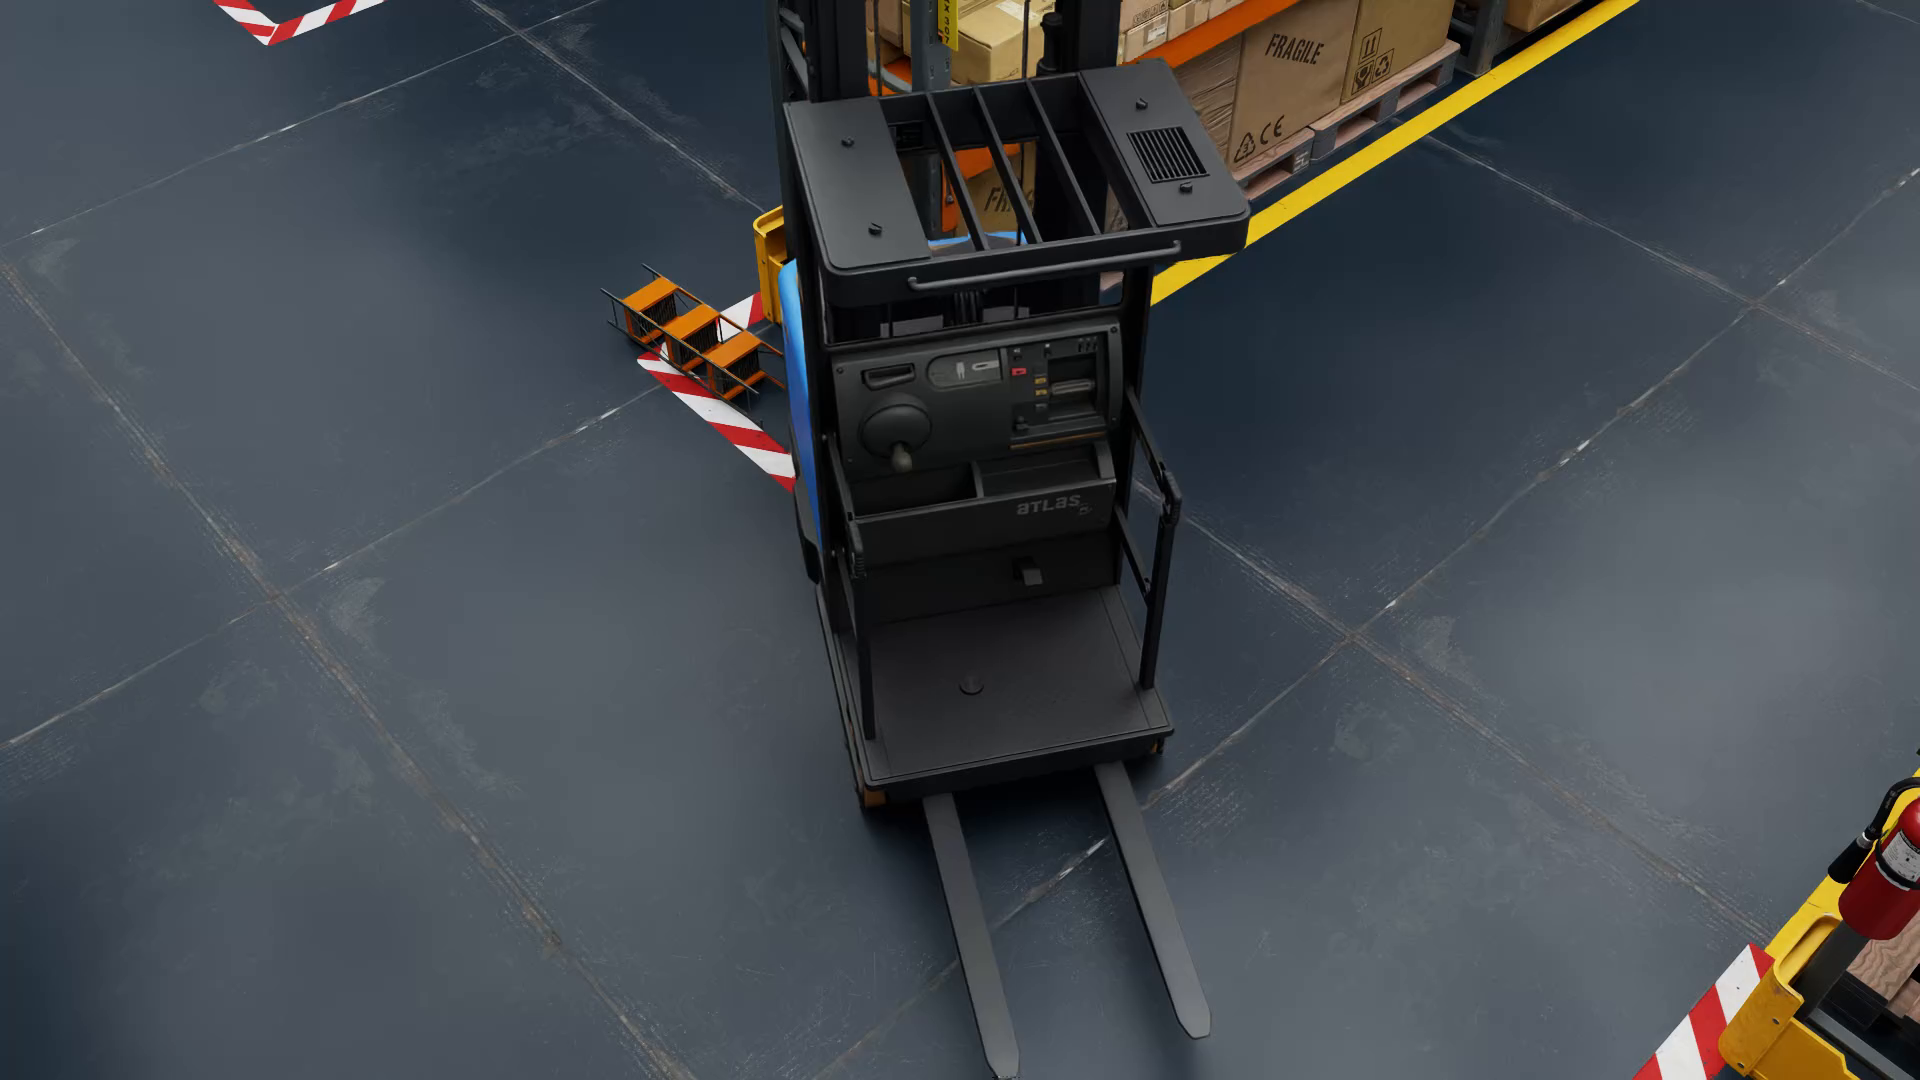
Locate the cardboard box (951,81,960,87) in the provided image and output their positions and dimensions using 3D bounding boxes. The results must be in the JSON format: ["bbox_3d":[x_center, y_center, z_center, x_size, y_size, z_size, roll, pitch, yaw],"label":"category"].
[{"bbox_3d":[0.073,-1.783,6.578,0.250,0.149,0.380,-33,55,-27],"label":"cardboard box"}]

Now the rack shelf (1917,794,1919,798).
[{"bbox_3d":[4.400,0.077,5.181,4.000,0.370,1.077,-34,56,-27],"label":"rack shelf"}]

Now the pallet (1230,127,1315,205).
[{"bbox_3d":[1.029,-1.964,8.472,1.213,0.211,1.003,-34,56,-27],"label":"pallet"}]

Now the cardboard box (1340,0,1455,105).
[{"bbox_3d":[2.005,-2.989,8.680,0.875,0.875,0.875,-34,56,-27],"label":"cardboard box"}]

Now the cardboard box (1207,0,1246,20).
[{"bbox_3d":[1.022,-2.420,7.166,0.250,0.149,0.380,-34,56,-27],"label":"cardboard box"}]

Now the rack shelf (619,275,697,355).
[{"bbox_3d":[-1.364,-1.019,7.576,0.259,0.215,0.240,34,56,27],"label":"rack shelf"}]

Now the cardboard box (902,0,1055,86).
[{"bbox_3d":[0.125,-2.012,6.519,0.500,0.250,0.500,-35,56,-28],"label":"cardboard box"}]

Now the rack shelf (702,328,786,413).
[{"bbox_3d":[-0.950,-0.740,7.319,0.259,0.215,0.240,34,56,27],"label":"rack shelf"}]

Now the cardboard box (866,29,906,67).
[{"bbox_3d":[-0.370,-2.142,6.909,0.250,0.149,0.380,-33,55,-27],"label":"cardboard box"}]

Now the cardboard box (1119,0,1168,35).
[{"bbox_3d":[0.505,-2.273,6.759,0.500,0.250,0.500,-34,56,-28],"label":"cardboard box"}]

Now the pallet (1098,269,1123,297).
[{"bbox_3d":[0.127,-1.364,7.918,1.213,0.211,1.003,-34,56,-27],"label":"pallet"}]

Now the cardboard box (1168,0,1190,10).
[{"bbox_3d":[0.879,-2.519,6.987,0.500,0.250,0.500,-36,57,-28],"label":"cardboard box"}]

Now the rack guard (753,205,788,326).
[{"bbox_3d":[-0.430,-1.012,7.397,0.348,0.500,1.175,-34,56,-27],"label":"rack guard"}]

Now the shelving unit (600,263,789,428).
[{"bbox_3d":[-1.162,-0.883,7.451,1.050,0.215,0.252,34,56,27],"label":"shelving unit"}]

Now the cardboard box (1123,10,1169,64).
[{"bbox_3d":[0.643,-2.167,6.932,0.250,0.149,0.380,-35,56,-28],"label":"cardboard box"}]

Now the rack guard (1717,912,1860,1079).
[{"bbox_3d":[2.911,1.688,4.906,0.348,0.500,1.175,-34,56,-27],"label":"rack guard"}]

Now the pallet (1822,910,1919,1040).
[{"bbox_3d":[3.556,1.380,5.386,1.213,0.211,1.003,-34,56,-27],"label":"pallet"}]

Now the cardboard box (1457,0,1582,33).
[{"bbox_3d":[3.008,-3.599,9.243,0.875,0.875,1.225,-34,56,-27],"label":"cardboard box"}]

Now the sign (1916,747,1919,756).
[{"bbox_3d":[2.538,0.475,4.213,0.005,0.325,0.100,-34,56,-27],"label":"sign"}]

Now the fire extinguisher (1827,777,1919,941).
[{"bbox_3d":[2.503,0.802,4.329,0.183,0.674,0.296,-34,56,-27],"label":"fire extinguisher"}]

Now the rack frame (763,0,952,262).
[{"bbox_3d":[-0.412,-1.872,6.489,0.127,3.000,1.000,-34,56,-27],"label":"rack frame"}]

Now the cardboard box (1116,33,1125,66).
[{"bbox_3d":[0.451,-2.037,6.813,0.250,0.149,0.380,-35,56,-28],"label":"cardboard box"}]

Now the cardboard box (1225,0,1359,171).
[{"bbox_3d":[1.339,-2.544,8.269,0.875,0.875,0.875,-34,56,-27],"label":"cardboard box"}]

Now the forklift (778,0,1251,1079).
[{"bbox_3d":[0.112,-0.356,5.137,1.130,2.935,3.031,-9,48,-9],"label":"forklift"}]

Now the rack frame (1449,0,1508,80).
[{"bbox_3d":[2.547,-3.850,8.314,0.127,3.000,1.000,-34,56,-27],"label":"rack frame"}]

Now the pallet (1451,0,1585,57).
[{"bbox_3d":[3.068,-3.326,9.729,1.213,0.211,1.003,-34,56,-27],"label":"pallet"}]

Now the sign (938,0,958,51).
[{"bbox_3d":[-0.043,-1.887,5.861,0.005,0.325,0.100,-34,56,-27],"label":"sign"}]

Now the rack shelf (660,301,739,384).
[{"bbox_3d":[-1.155,-0.878,7.446,0.259,0.215,0.240,34,56,27],"label":"rack shelf"}]

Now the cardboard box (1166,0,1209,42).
[{"bbox_3d":[0.832,-2.292,7.048,0.250,0.149,0.380,-35,56,-28],"label":"cardboard box"}]

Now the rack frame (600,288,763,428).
[{"bbox_3d":[-1.245,-0.817,7.390,1.050,0.200,0.008,34,56,27],"label":"rack frame"}]

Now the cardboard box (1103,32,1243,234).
[{"bbox_3d":[0.681,-2.104,7.863,0.875,0.875,0.875,-34,56,-27],"label":"cardboard box"}]

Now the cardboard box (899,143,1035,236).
[{"bbox_3d":[0.008,-1.654,7.448,0.875,0.875,0.875,-34,56,-27],"label":"cardboard box"}]

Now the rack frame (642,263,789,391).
[{"bbox_3d":[-1.080,-0.949,7.512,1.050,0.200,0.008,34,56,27],"label":"rack frame"}]

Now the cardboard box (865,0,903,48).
[{"bbox_3d":[-0.232,-2.306,6.789,0.500,0.250,0.500,-35,56,-28],"label":"cardboard box"}]

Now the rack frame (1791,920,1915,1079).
[{"bbox_3d":[2.920,0.821,4.004,0.127,3.000,1.000,-34,56,-27],"label":"rack frame"}]

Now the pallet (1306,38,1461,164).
[{"bbox_3d":[1.932,-2.570,9.031,1.213,0.211,1.003,-34,56,-27],"label":"pallet"}]

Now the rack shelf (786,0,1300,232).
[{"bbox_3d":[1.068,-2.617,7.666,4.000,0.370,1.077,-34,56,-27],"label":"rack shelf"}]
